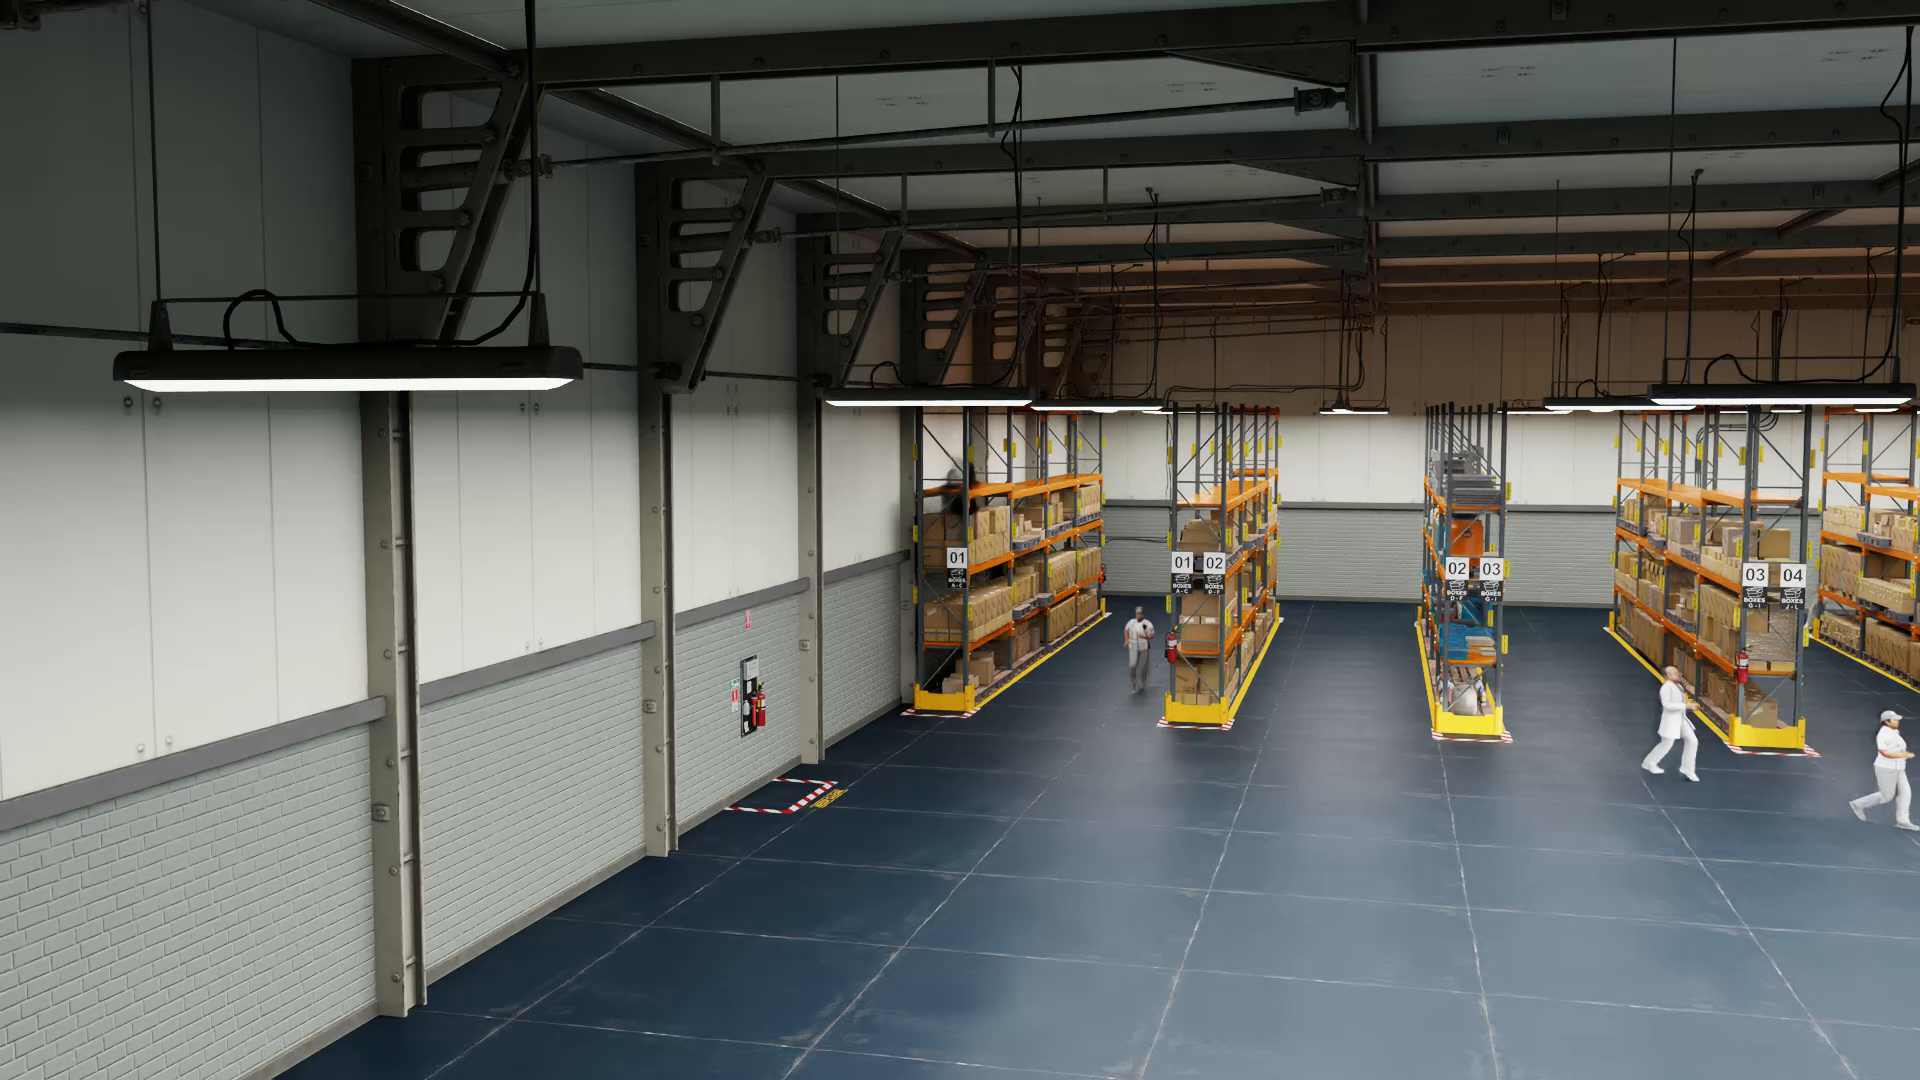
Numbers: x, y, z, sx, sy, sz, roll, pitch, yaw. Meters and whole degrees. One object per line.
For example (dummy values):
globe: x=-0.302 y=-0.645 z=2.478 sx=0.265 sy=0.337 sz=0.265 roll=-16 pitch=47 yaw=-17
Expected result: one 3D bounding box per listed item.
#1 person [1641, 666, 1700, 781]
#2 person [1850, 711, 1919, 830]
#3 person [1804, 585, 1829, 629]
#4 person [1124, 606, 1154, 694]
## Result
person: x=11.310 y=2.907 z=26.403 sx=0.726 sy=1.823 sz=0.875 roll=-4 pitch=6 yaw=-42
person: x=12.913 y=3.189 z=23.143 sx=0.851 sy=1.638 sz=0.595 roll=4 pitch=6 yaw=40
person: x=22.945 y=1.610 z=44.437 sx=0.930 sy=1.602 sz=0.615 roll=4 pitch=6 yaw=44
person: x=3.719 y=2.296 z=34.571 sx=0.631 sy=1.850 sz=0.768 roll=1 pitch=4 yaw=8
